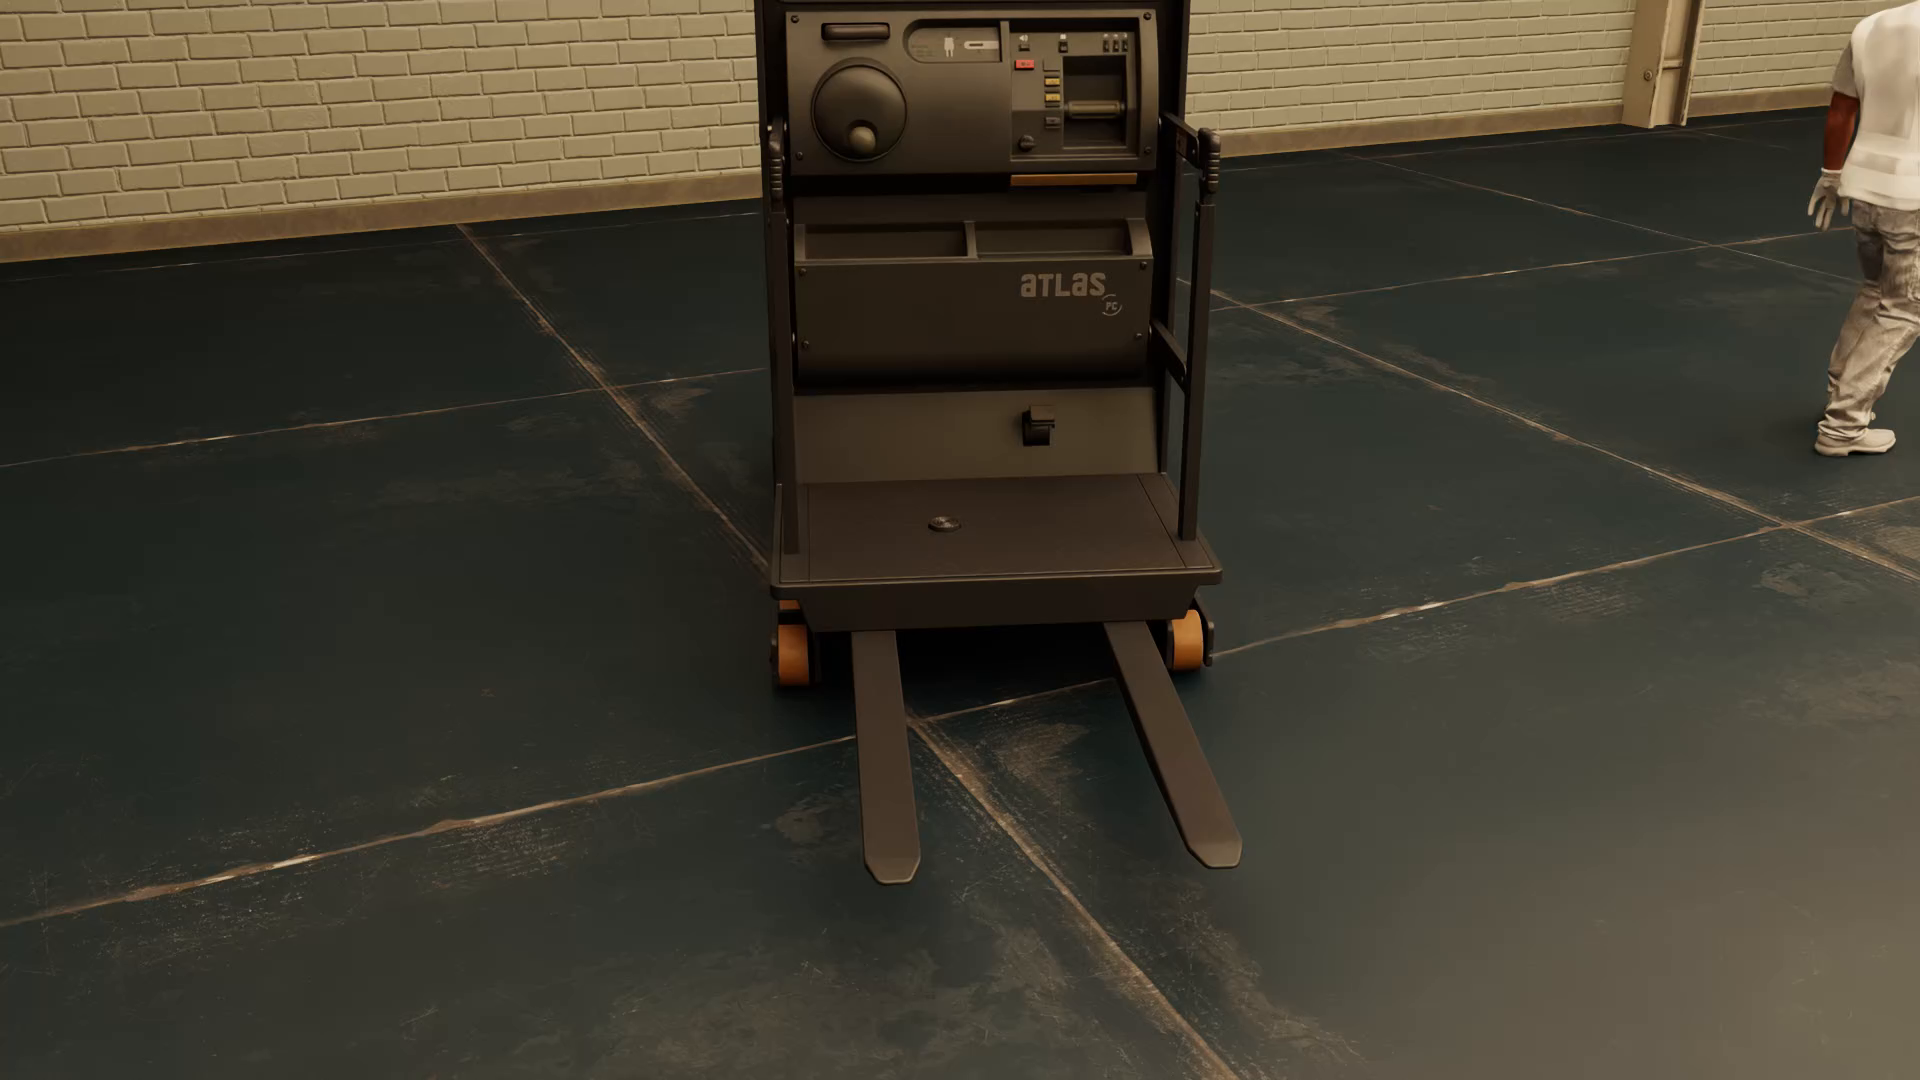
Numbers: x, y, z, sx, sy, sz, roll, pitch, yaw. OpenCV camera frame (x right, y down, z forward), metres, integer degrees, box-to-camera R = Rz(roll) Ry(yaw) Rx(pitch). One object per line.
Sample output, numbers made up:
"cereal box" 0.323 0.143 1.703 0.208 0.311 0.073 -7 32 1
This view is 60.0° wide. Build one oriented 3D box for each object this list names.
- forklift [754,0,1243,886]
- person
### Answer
"forklift" 0.054 -1.113 3.966 1.130 2.935 3.031 -2 23 -5
"person" 3.254 -1.148 5.648 0.550 1.823 0.650 -5 23 -13
